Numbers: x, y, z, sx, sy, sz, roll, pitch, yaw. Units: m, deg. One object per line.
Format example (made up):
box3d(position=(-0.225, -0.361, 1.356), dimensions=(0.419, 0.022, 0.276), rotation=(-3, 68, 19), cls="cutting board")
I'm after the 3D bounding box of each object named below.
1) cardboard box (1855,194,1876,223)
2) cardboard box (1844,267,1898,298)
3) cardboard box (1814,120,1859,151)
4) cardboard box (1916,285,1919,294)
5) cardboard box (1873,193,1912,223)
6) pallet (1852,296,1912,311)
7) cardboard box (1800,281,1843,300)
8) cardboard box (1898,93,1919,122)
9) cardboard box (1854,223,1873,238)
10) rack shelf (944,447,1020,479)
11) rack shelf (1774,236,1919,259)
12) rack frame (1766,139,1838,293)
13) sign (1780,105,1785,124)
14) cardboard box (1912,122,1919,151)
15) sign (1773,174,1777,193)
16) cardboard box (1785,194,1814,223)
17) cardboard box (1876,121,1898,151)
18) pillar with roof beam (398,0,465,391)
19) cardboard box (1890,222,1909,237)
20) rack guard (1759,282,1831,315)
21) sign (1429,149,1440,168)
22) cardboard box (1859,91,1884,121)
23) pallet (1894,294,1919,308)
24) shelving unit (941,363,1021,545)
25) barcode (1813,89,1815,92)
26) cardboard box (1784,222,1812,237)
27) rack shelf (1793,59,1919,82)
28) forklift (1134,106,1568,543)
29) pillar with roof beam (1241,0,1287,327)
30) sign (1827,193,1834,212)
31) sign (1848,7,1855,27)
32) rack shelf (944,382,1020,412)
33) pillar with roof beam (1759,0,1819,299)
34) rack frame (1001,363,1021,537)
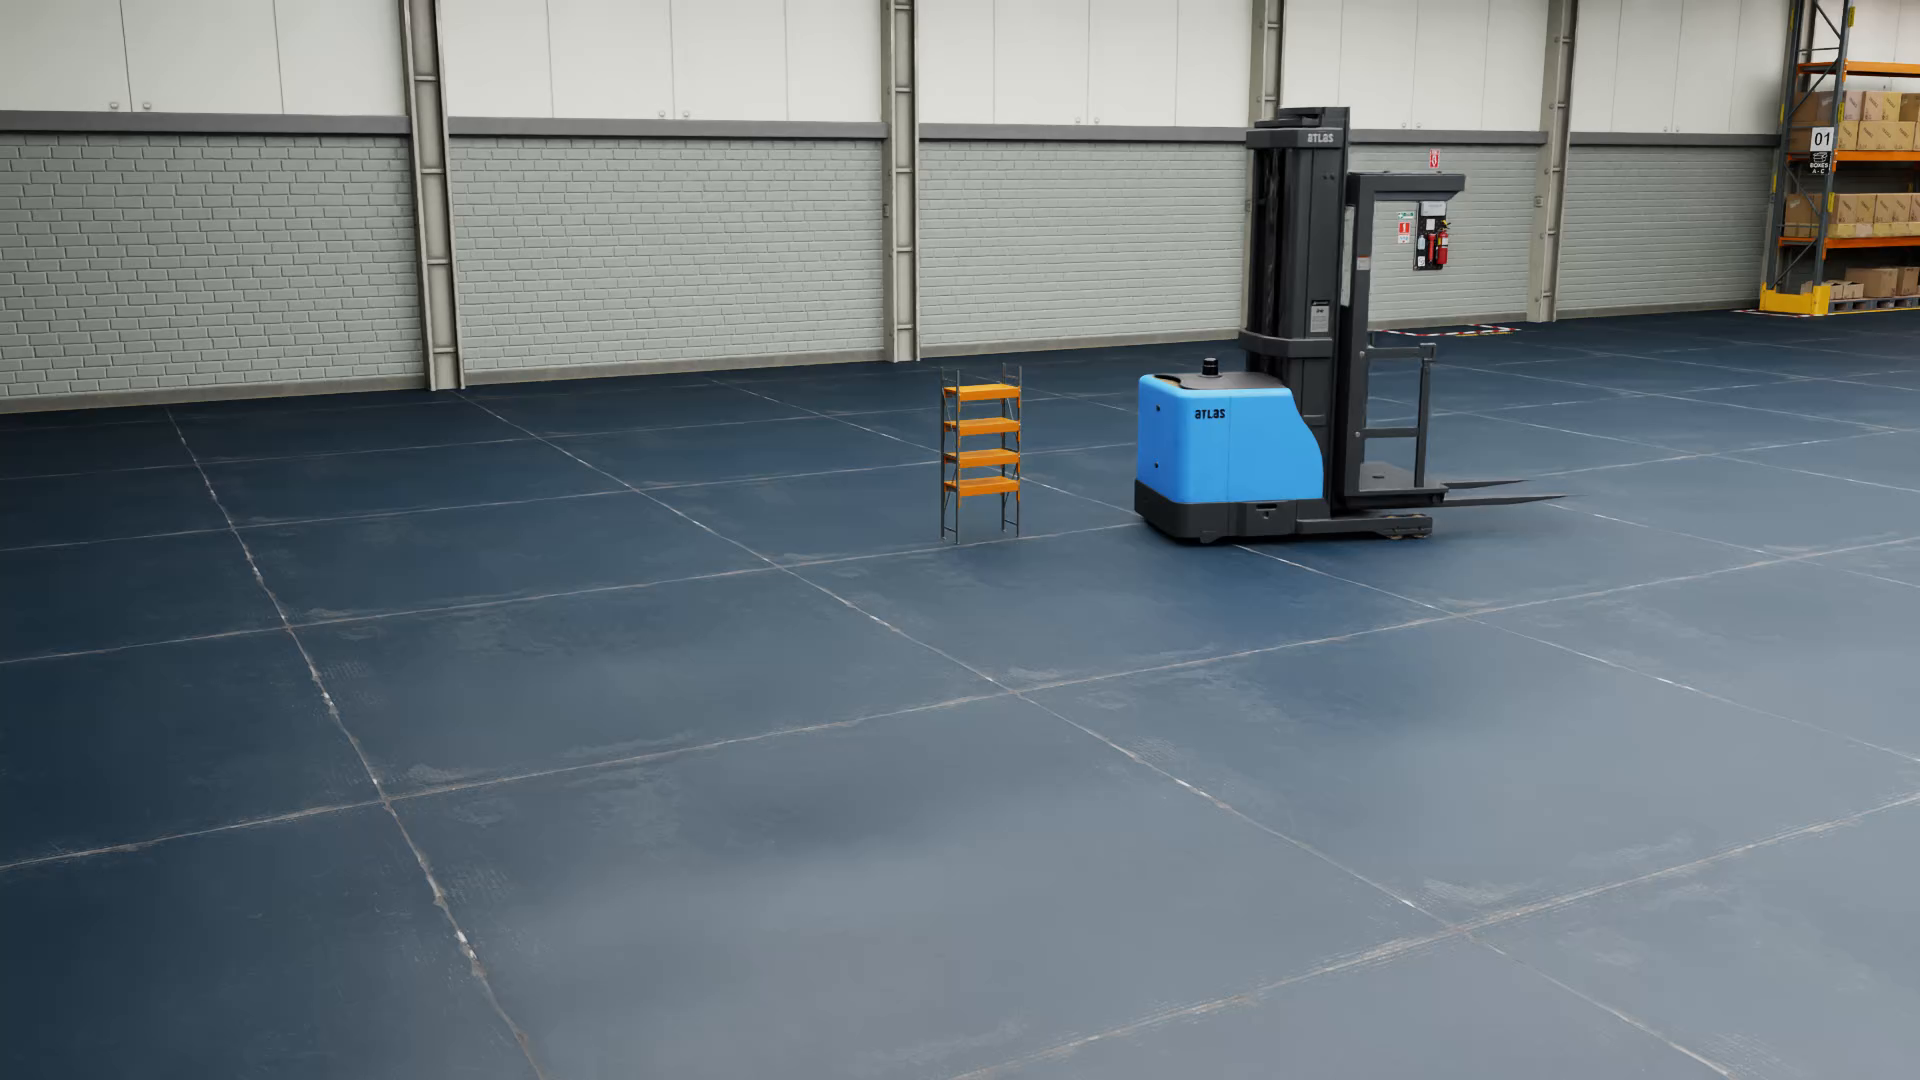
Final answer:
box3d(position=(15.821, -5.877, 29.478), dimensions=(0.500, 0.500, 0.500), rotation=(-7, 14, -28), cls="cardboard box")
box3d(position=(16.638, -4.710, 30.397), dimensions=(0.500, 0.500, 0.700), rotation=(-8, 15, -31), cls="cardboard box")
box3d(position=(15.233, -7.041, 28.958), dimensions=(0.500, 0.500, 0.500), rotation=(-6, 14, -26), cls="cardboard box")
box3d(position=(17.875, -4.723, 31.215), dimensions=(0.250, 0.166, 0.380), rotation=(-9, 16, -35), cls="cardboard box")
box3d(position=(16.725, -5.986, 29.966), dimensions=(0.500, 0.500, 0.500), rotation=(-6, 14, -26), cls="cardboard box")
box3d(position=(16.686, -4.386, 30.616), dimensions=(1.213, 0.211, 1.003), rotation=(-7, 14, -28), cls="pallet")
box3d(position=(15.470, -4.490, 29.851), dimensions=(0.500, 0.311, 0.500), rotation=(-9, 15, -34), cls="cardboard box")
box3d(position=(17.091, -7.741, 29.791), dimensions=(0.500, 0.500, 0.500), rotation=(-7, 15, -30), cls="cardboard box")
box3d(position=(15.849, -5.516, 29.584), dimensions=(0.500, 0.250, 0.500), rotation=(-7, 15, -30), cls="cardboard box")
box3d(position=(0.145, -0.537, 11.570), dimensions=(0.480, 0.148, 0.258), rotation=(-7, 14, -28), cls="rack shelf")
box3d(position=(16.575, -5.391, 30.372), dimensions=(4.000, 0.370, 1.077), rotation=(-7, 14, -28), cls="rack shelf")
box3d(position=(14.819, -5.532, 29.358), dimensions=(0.127, 3.000, 1.000), rotation=(-7, 14, -28), cls="rack frame")
box3d(position=(14.571, -7.536, 29.416), dimensions=(0.005, 0.325, 0.100), rotation=(-7, 14, -28), cls="sign")
box3d(position=(17.087, -7.258, 29.921), dimensions=(0.500, 0.500, 0.500), rotation=(-7, 15, -30), cls="cardboard box")
box3d(position=(14.571, -6.360, 29.681), dimensions=(0.005, 0.325, 0.100), rotation=(-7, 14, -28), cls="sign")
box3d(position=(15.131, -5.925, 29.692), dimensions=(0.500, 0.500, 0.500), rotation=(-7, 14, -28), cls="cardboard box")
box3d(position=(16.175, -7.146, 29.425), dimensions=(0.500, 0.500, 0.500), rotation=(-6, 14, -25), cls="cardboard box")
box3d(position=(-3.983, -5.345, 14.862), dimensions=(0.400, 9.000, 9.100), rotation=(-7, 14, -28), cls="pillar with roof beam")
box3d(position=(16.744, -5.621, 30.051), dimensions=(0.500, 0.250, 0.500), rotation=(-7, 14, -27), cls="cardboard box")
box3d(position=(14.886, -4.320, 29.668), dimensions=(0.348, 0.500, 1.175), rotation=(-7, 14, -28), cls="rack guard")
box3d(position=(7.511, -6.038, 26.326), dimensions=(0.199, 0.298, 0.001), rotation=(-7, 14, -28), cls="sign")
box3d(position=(15.738, -7.578, 29.069), dimensions=(0.500, 0.500, 0.500), rotation=(-7, 14, -29), cls="cardboard box")
box3d(position=(17.758, -4.515, 31.190), dimensions=(1.213, 0.211, 1.003), rotation=(-7, 14, -28), cls="pallet")
box3d(position=(0.145, -0.603, 11.555), dimensions=(0.503, 1.200, 0.258), rotation=(-7, 14, -28), cls="shelving unit")
box3d(position=(15.203, -7.996, 29.602), dimensions=(0.075, 0.075, 0.001), rotation=(-7, 14, -28), cls="barcode")
box3d(position=(15.137, -5.555, 29.757), dimensions=(0.500, 0.250, 0.500), rotation=(-7, 14, -27), cls="cardboard box")
box3d(position=(16.575, -8.317, 29.714), dimensions=(4.000, 0.370, 1.077), rotation=(-7, 14, -28), cls="rack shelf")
box3d(position=(2.850, -1.544, 11.793), dimensions=(3.031, 2.935, 1.130), rotation=(-2, 13, -10), cls="forklift")
box3d(position=(6.549, -6.607, 20.472), dimensions=(0.400, 9.000, 9.100), rotation=(-7, 14, -28), cls="pillar with roof beam")
box3d(position=(15.080, -5.850, 28.799), dimensions=(0.005, 0.325, 0.100), rotation=(-7, 14, -28), cls="sign")
box3d(position=(15.079, -8.848, 28.124), dimensions=(0.005, 0.325, 0.100), rotation=(-7, 14, -28), cls="sign")
box3d(position=(0.145, -0.986, 11.469), dimensions=(0.480, 0.148, 0.258), rotation=(-7, 14, -28), cls="rack shelf")
box3d(position=(17.082, -7.869, 26.081), dimensions=(0.400, 9.000, 9.100), rotation=(-7, 14, -28), cls="pillar with roof beam")
box3d(position=(0.359, -0.628, 11.669), dimensions=(0.015, 1.200, 0.240), rotation=(-7, 14, -28), cls="rack frame")
